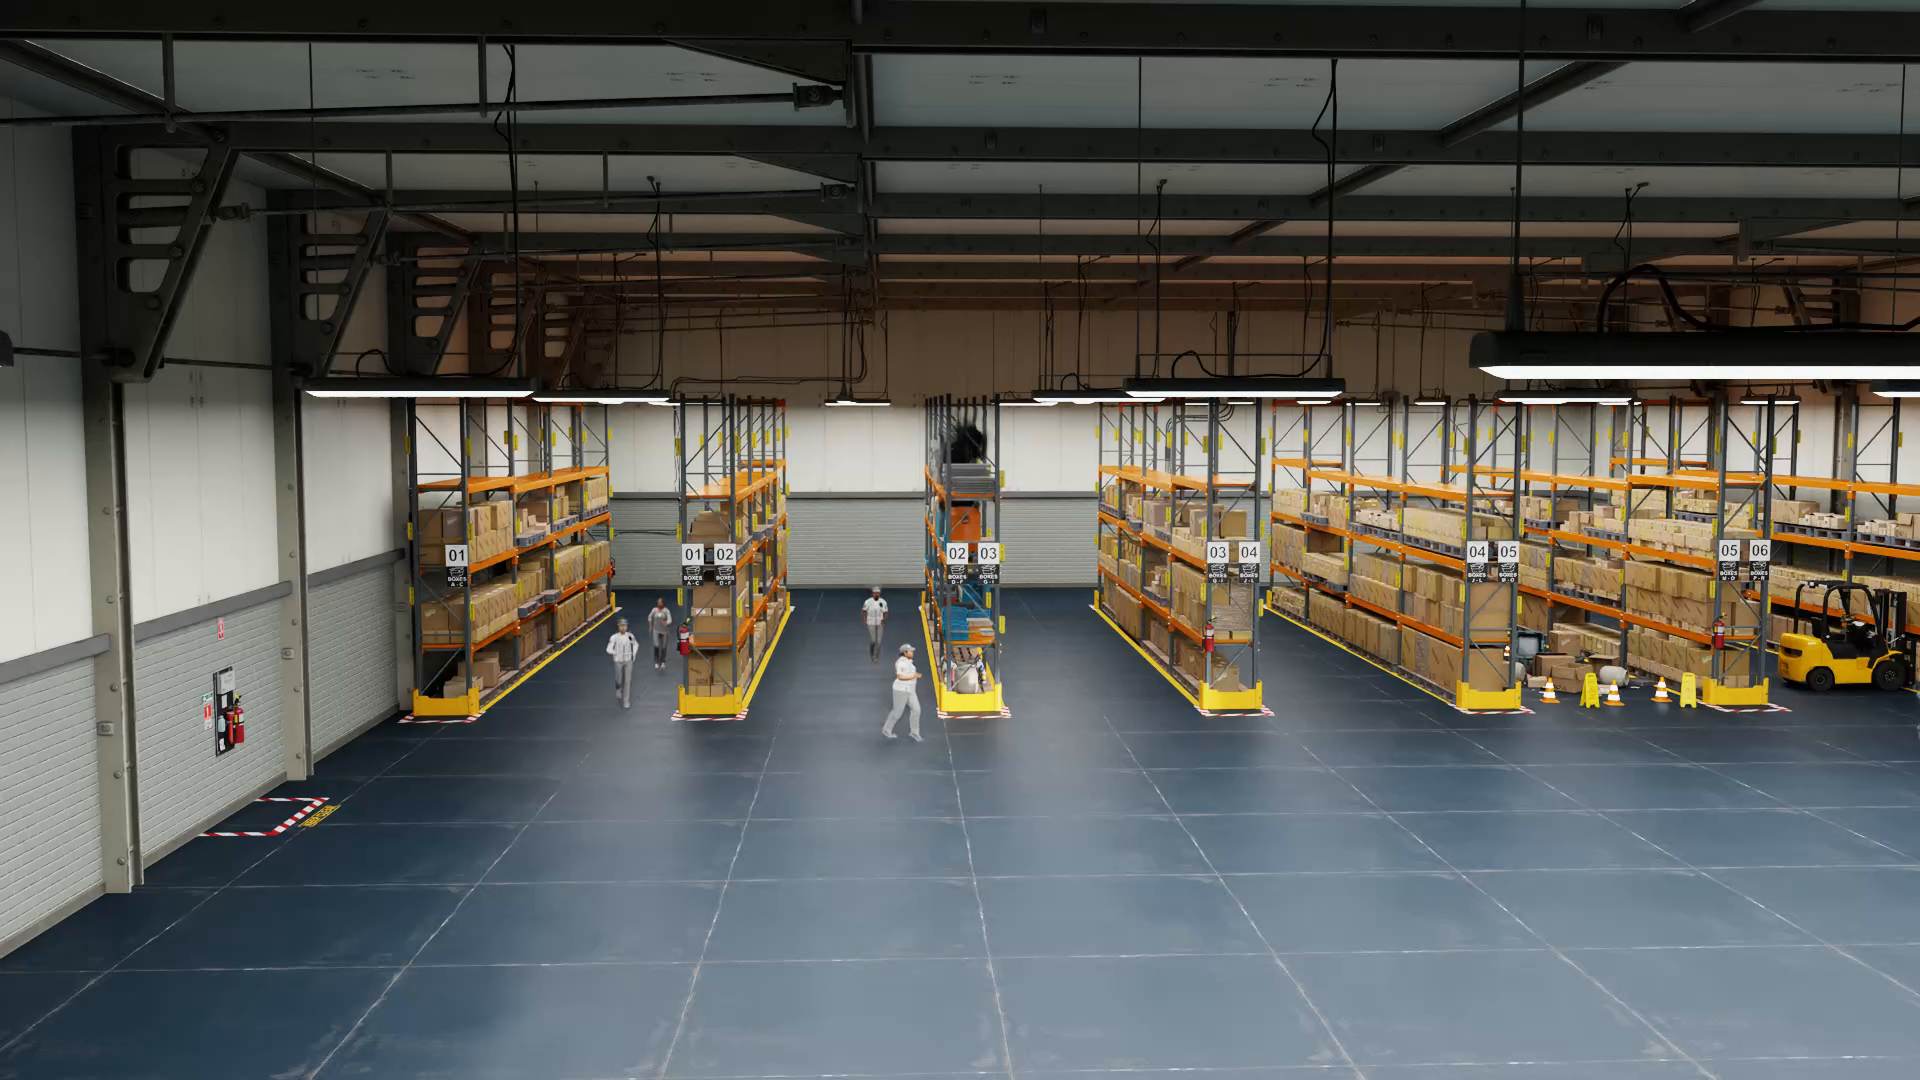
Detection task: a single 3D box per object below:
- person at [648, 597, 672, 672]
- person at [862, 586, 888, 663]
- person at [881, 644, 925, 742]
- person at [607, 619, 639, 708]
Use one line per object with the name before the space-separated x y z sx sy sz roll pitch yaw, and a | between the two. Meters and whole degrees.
person | -6.543 2.070 36.282 0.503 1.593 0.682 -1 5 -10
person | -1.802 1.810 35.481 0.559 1.654 0.585 -1 5 -9
person | -0.999 2.650 28.587 0.760 1.732 0.576 2 5 18
person | -6.466 2.340 31.960 0.618 1.667 0.893 -1 5 -17
